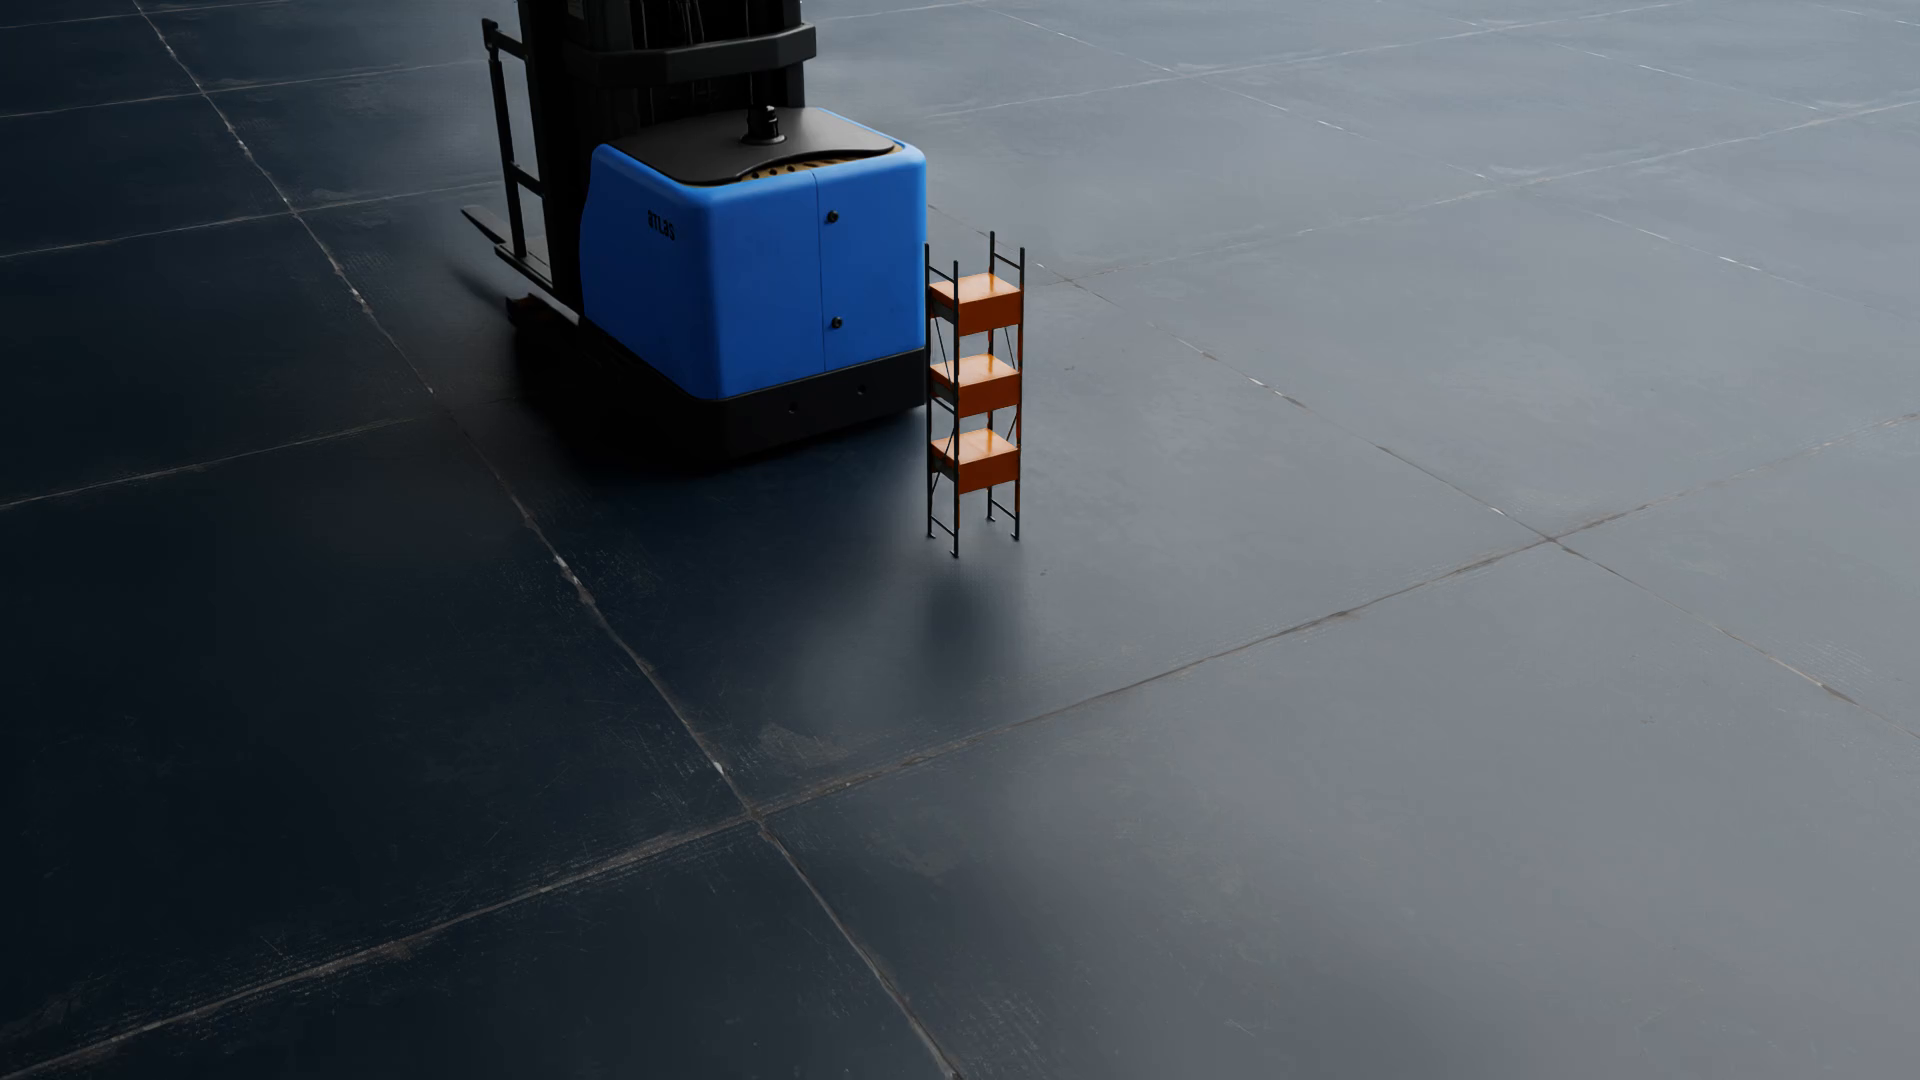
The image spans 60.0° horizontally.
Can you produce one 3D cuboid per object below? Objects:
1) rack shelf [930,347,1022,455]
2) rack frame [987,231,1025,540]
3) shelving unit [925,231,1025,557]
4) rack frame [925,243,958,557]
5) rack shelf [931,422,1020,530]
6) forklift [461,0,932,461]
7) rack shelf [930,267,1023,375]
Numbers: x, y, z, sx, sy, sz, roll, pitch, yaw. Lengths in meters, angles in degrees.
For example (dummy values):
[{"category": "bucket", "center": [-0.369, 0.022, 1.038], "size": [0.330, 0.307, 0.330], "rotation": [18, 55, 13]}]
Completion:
[{"category": "rack shelf", "center": [0.046, -0.463, 5.525], "size": [0.240, 0.259, 0.215], "rotation": [-16, 33, -26]}, {"category": "rack frame", "center": [0.151, -0.503, 5.574], "size": [0.008, 1.050, 0.200], "rotation": [-16, 33, -26]}, {"category": "shelving unit", "center": [0.046, -0.473, 5.520], "size": [0.252, 1.050, 0.215], "rotation": [-16, 33, -26]}, {"category": "rack frame", "center": [-0.059, -0.443, 5.466], "size": [0.008, 1.050, 0.200], "rotation": [-16, 33, -26]}, {"category": "rack shelf", "center": [0.046, -0.220, 5.659], "size": [0.240, 0.259, 0.215], "rotation": [-16, 33, -26]}, {"category": "forklift", "center": [-1.357, -2.238, 6.772], "size": [1.130, 2.935, 3.031], "rotation": [-18, 34, -30]}, {"category": "rack shelf", "center": [0.046, -0.712, 5.388], "size": [0.240, 0.259, 0.215], "rotation": [-16, 33, -26]}]
